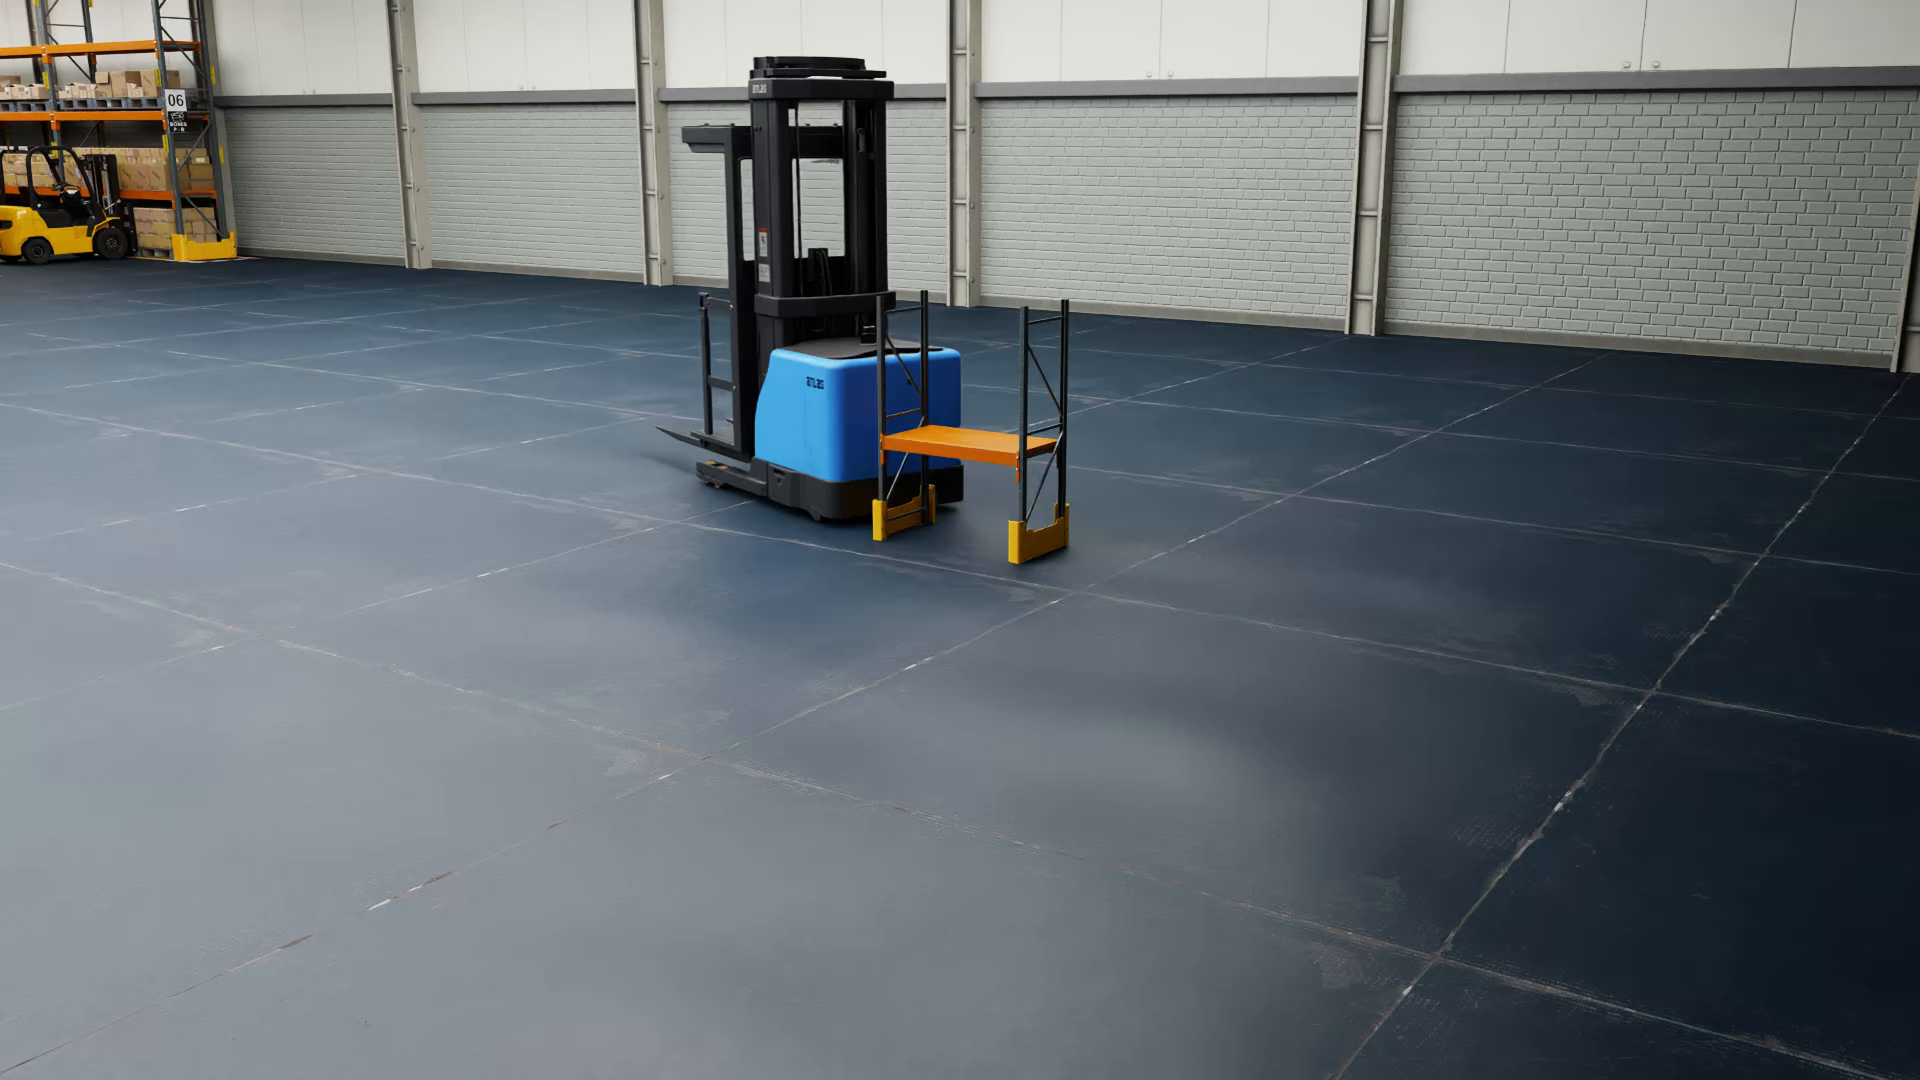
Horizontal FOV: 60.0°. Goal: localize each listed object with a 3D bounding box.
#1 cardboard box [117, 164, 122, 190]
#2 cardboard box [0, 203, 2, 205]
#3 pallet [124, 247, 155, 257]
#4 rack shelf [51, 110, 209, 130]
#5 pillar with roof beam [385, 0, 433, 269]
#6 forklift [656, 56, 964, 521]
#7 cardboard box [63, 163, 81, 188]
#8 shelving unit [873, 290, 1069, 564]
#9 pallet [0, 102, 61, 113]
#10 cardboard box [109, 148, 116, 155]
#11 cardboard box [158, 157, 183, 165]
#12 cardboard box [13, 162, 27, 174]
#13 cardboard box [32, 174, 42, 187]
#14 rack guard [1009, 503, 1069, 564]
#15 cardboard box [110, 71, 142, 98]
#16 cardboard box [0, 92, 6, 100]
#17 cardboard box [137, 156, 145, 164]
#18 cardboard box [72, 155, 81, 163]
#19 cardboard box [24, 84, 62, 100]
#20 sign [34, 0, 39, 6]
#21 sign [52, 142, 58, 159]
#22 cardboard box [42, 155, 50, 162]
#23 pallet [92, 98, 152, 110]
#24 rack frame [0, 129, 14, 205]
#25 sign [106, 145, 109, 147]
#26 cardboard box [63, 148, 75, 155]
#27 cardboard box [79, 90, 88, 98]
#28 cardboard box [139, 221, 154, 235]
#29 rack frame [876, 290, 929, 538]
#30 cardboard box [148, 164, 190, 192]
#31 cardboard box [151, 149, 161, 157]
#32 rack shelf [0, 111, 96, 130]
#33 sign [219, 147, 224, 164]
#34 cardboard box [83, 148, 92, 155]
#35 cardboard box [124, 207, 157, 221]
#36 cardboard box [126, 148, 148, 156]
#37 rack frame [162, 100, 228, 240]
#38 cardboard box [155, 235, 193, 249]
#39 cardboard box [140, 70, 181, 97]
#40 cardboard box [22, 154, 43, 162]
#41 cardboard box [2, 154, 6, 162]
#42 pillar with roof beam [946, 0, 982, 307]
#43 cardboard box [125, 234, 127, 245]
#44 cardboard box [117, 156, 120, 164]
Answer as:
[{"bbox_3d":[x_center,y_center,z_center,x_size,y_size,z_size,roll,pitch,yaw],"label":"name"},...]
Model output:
[{"bbox_3d":[-16.635,-7.242,33.129,0.500,0.500,0.500,9,17,33],"label":"cardboard box"},{"bbox_3d":[-21.703,-7.485,37.296,0.250,0.149,0.380,10,17,36],"label":"cardboard box"},{"bbox_3d":[-16.473,-5.879,33.633,1.213,0.211,1.003,9,17,33],"label":"pallet"},{"bbox_3d":[-16.466,-8.350,33.066,4.000,0.370,1.077,9,17,33],"label":"rack shelf"},{"bbox_3d":[-12.305,-8.497,25.920,0.400,9.000,9.100,9,17,33],"label":"pillar with roof beam"},{"bbox_3d":[-1.235,-1.845,11.676,1.130,2.935,3.031,-10,17,-34],"label":"forklift"},{"bbox_3d":[-17.903,-7.448,33.960,0.500,0.500,0.500,9,16,31],"label":"cardboard box"},{"bbox_3d":[0.063,-0.718,10.102,1.083,1.500,0.587,9,17,33],"label":"shelving unit"},{"bbox_3d":[-19.902,-9.189,35.353,1.213,0.211,1.003,10,17,35],"label":"pallet"},{"bbox_3d":[-16.697,-7.730,33.131,0.250,0.149,0.380,9,17,33],"label":"cardboard box"},{"bbox_3d":[-15.251,-7.329,32.128,0.250,0.149,0.380,9,17,34],"label":"cardboard box"},{"bbox_3d":[-19.528,-7.833,34.996,0.500,0.250,0.500,10,17,34],"label":"cardboard box"},{"bbox_3d":[-19.110,-7.520,34.771,0.500,0.250,0.500,9,17,32],"label":"cardboard box"},{"bbox_3d":[0.476,-0.044,9.982,0.087,0.250,0.587,9,17,33],"label":"rack guard"},{"bbox_3d":[-16.104,-8.900,32.500,0.500,0.500,0.700,9,17,33],"label":"cardboard box"},{"bbox_3d":[-19.847,-9.288,34.799,0.250,0.149,0.380,9,16,32],"label":"cardboard box"},{"bbox_3d":[-15.860,-7.440,32.576,0.250,0.149,0.380,9,17,32],"label":"cardboard box"},{"bbox_3d":[-17.792,-7.745,33.810,0.250,0.149,0.380,10,17,34],"label":"cardboard box"},{"bbox_3d":[-18.862,-9.225,34.207,0.500,0.311,0.500,9,16,31],"label":"cardboard box"},{"bbox_3d":[-18.418,-10.805,33.137,0.005,0.325,0.100,9,17,33],"label":"sign"},{"bbox_3d":[-18.420,-7.925,33.851,0.005,0.325,0.100,9,17,33],"label":"sign"},{"bbox_3d":[-18.757,-7.907,34.465,0.250,0.149,0.380,9,16,32],"label":"cardboard box"},{"bbox_3d":[-16.395,-8.651,32.971,1.213,0.211,1.003,9,17,33],"label":"pallet"},{"bbox_3d":[-21.445,-8.048,36.590,0.127,3.000,1.000,9,17,33],"label":"rack frame"},{"bbox_3d":[-17.817,-8.081,34.758,0.005,0.325,0.100,9,17,33],"label":"sign"},{"bbox_3d":[-18.027,-7.917,33.886,0.250,0.149,0.380,10,17,34],"label":"cardboard box"},{"bbox_3d":[-17.285,-8.874,33.126,0.250,0.149,0.380,10,17,34],"label":"cardboard box"},{"bbox_3d":[-15.795,-6.159,32.768,0.500,0.250,0.500,9,17,32],"label":"cardboard box"},{"bbox_3d":[-0.351,-0.785,10.372,0.032,1.500,0.500,9,17,33],"label":"rack frame"},{"bbox_3d":[-15.361,-7.037,32.299,0.500,0.500,0.500,9,16,32],"label":"cardboard box"},{"bbox_3d":[-15.443,-7.515,32.263,0.250,0.149,0.380,9,17,33],"label":"cardboard box"},{"bbox_3d":[-19.785,-8.886,35.233,4.000,0.370,1.077,9,17,33],"label":"rack shelf"},{"bbox_3d":[-14.492,-7.543,32.586,0.005,0.325,0.100,9,17,33],"label":"sign"},{"bbox_3d":[-17.386,-7.813,33.464,0.250,0.149,0.380,10,17,34],"label":"cardboard box"},{"bbox_3d":[-16.214,-6.462,32.951,0.500,0.250,0.500,9,17,34],"label":"cardboard box"},{"bbox_3d":[-16.119,-7.606,32.630,0.250,0.149,0.380,10,17,34],"label":"cardboard box"},{"bbox_3d":[-14.806,-6.975,32.256,0.127,3.000,1.000,9,17,33],"label":"rack frame"},{"bbox_3d":[-15.373,-5.844,32.536,0.500,0.250,0.500,9,17,33],"label":"cardboard box"},{"bbox_3d":[-15.310,-8.742,31.865,0.500,0.500,0.500,10,17,35],"label":"cardboard box"},{"bbox_3d":[-19.405,-8.007,34.868,0.250,0.149,0.380,9,16,31],"label":"cardboard box"},{"bbox_3d":[-20.268,-8.138,35.400,0.250,0.149,0.380,10,17,34],"label":"cardboard box"},{"bbox_3d":[-2.348,-6.888,19.419,0.400,9.000,9.100,9,17,33],"label":"pillar with roof beam"},{"bbox_3d":[-16.634,-6.047,33.355,0.500,0.250,0.500,10,17,35],"label":"cardboard box"},{"bbox_3d":[-16.485,-7.547,33.011,0.250,0.149,0.380,9,17,32],"label":"cardboard box"}]
